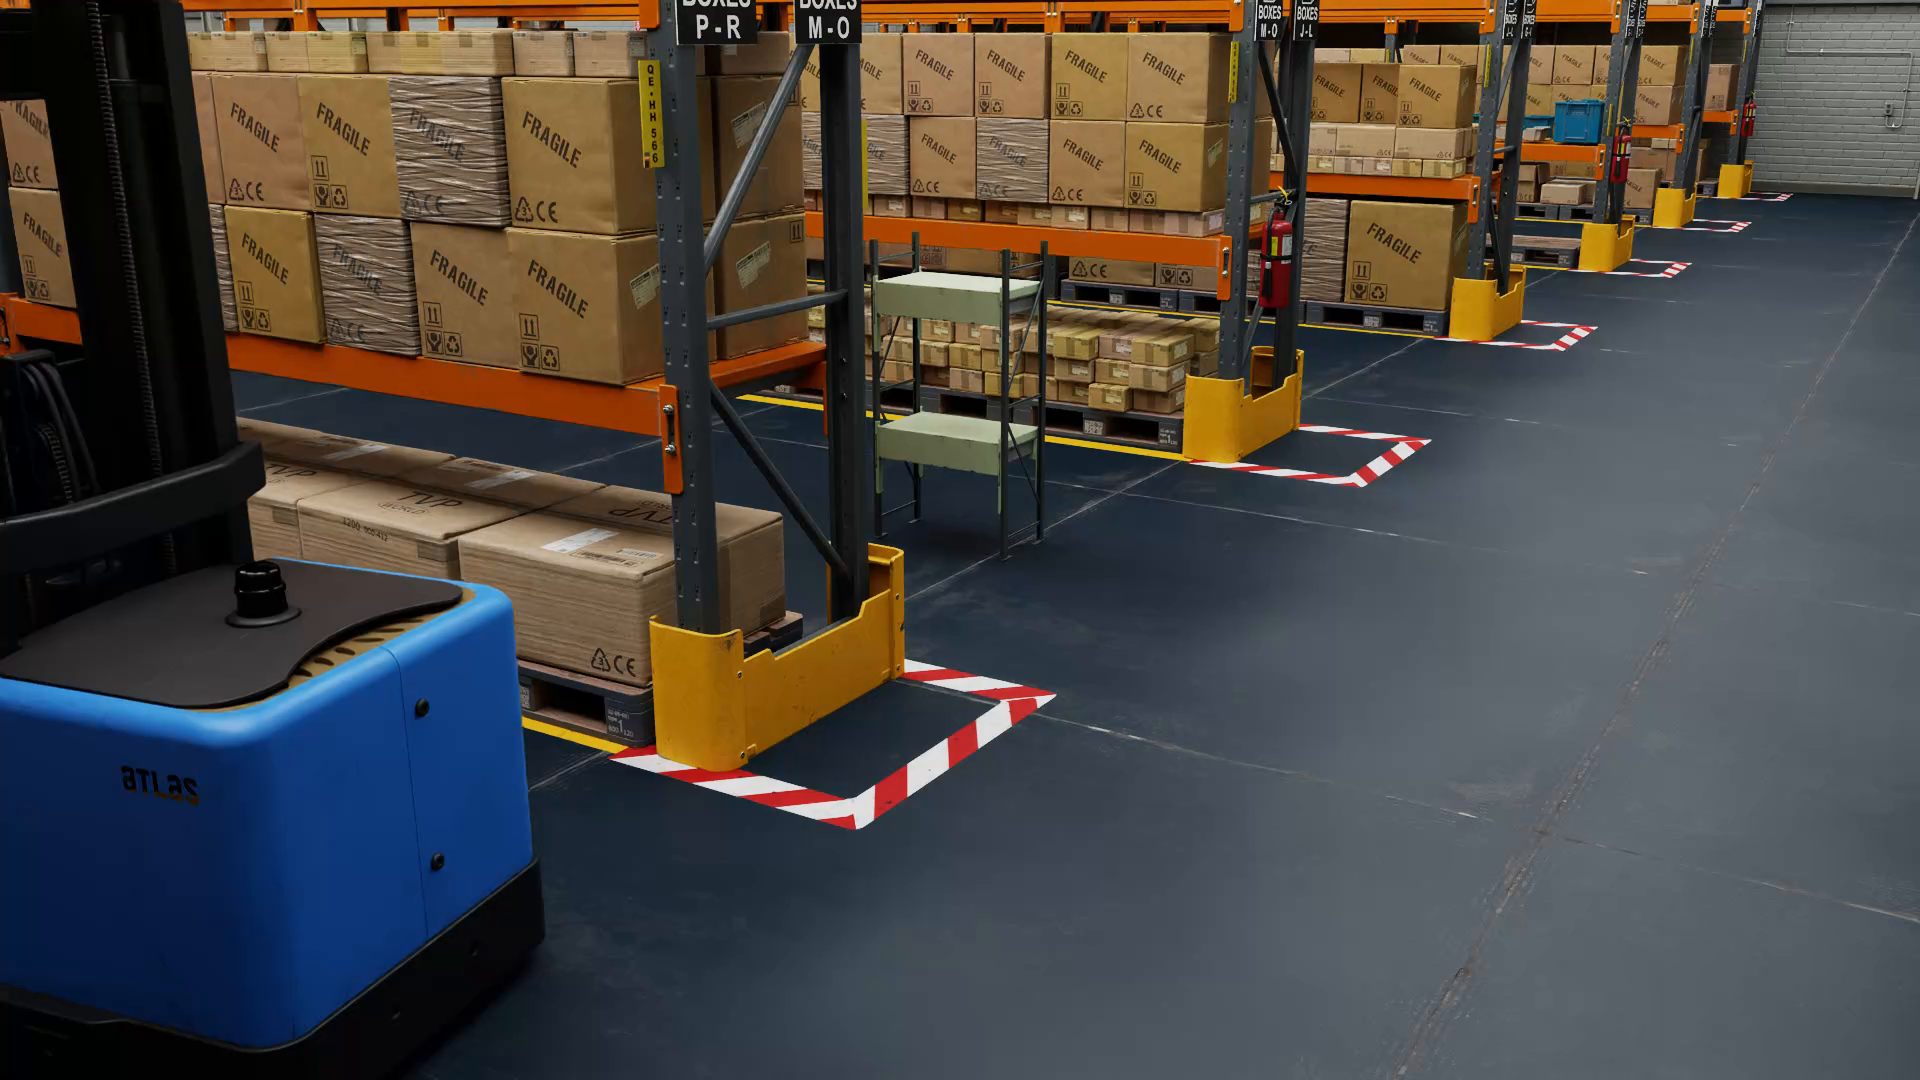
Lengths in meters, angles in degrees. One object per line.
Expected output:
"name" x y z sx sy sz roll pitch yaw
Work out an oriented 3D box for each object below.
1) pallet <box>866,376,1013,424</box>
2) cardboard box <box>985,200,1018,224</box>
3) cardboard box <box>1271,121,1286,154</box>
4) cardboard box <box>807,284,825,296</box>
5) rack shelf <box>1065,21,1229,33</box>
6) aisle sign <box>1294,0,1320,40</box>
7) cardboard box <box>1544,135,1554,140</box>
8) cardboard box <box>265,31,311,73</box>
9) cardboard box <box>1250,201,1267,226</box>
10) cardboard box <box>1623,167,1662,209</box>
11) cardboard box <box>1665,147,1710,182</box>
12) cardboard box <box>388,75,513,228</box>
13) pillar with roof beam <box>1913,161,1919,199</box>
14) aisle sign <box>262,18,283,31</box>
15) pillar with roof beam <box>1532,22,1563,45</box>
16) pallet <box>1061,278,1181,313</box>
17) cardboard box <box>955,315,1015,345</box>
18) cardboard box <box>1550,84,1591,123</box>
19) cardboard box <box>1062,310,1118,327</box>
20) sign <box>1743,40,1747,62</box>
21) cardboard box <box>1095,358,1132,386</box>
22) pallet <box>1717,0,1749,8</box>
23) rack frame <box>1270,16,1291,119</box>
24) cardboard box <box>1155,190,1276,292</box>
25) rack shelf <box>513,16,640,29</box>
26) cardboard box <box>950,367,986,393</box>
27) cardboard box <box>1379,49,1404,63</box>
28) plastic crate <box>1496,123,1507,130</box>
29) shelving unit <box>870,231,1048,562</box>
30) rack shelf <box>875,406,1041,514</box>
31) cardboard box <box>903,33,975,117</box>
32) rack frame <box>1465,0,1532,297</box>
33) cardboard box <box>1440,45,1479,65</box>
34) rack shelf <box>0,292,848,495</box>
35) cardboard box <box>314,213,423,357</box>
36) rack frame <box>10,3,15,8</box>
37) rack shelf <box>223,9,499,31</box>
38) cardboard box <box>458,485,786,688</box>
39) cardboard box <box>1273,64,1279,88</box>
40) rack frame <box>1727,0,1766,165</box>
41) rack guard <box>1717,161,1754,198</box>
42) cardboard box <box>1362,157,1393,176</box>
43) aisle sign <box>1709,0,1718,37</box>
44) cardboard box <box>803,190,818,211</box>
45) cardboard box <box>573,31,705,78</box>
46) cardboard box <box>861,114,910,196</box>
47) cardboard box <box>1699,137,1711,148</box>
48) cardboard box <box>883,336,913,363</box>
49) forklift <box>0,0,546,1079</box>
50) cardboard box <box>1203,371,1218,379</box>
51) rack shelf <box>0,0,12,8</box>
"pallet" 0.062 -1.036 11.429 1.213 0.211 1.003 10 20 30
"cardboard box" 0.358 -2.118 10.625 0.250 0.149 0.380 9 19 28
"cardboard box" 2.654 -3.565 14.704 0.500 0.250 0.500 10 20 30
"cardboard box" -1.133 -1.781 12.243 0.250 0.149 0.380 11 20 32
"rack shelf" 3.773 -9.546 30.724 4.000 0.370 1.077 10 20 30
"aisle sign" 2.055 -3.348 9.769 0.004 0.787 0.394 10 20 30
"cardboard box" 9.666 -6.621 27.481 0.250 0.149 0.380 11 20 32
"cardboard box" -2.409 -1.866 6.355 0.250 0.149 0.380 11 20 32
"cardboard box" 1.731 -2.051 10.405 0.250 0.149 0.380 10 20 30
"cardboard box" 9.113 -4.743 22.378 0.500 0.500 0.500 10 20 30
"cardboard box" 11.646 -6.021 26.619 0.500 0.500 0.700 10 20 30
"cardboard box" -1.665 -1.412 5.977 0.500 0.500 0.500 10 20 30
"pillar with roof beam" 12.795 -8.542 21.019 0.400 9.000 9.100 10 20 30
"aisle sign" -9.012 -7.015 21.842 0.004 0.787 0.394 10 20 30
"pillar with roof beam" 7.682 -9.455 24.024 0.400 9.000 9.100 10 20 30
"pallet" 1.716 -2.393 15.896 1.213 0.211 1.003 10 20 30
"cardboard box" 0.169 -1.390 10.956 0.250 0.149 0.380 9 19 28
"cardboard box" 8.315 -5.911 22.506 0.500 0.500 0.500 10 20 30
"cardboard box" 0.867 -1.426 11.072 0.250 0.149 0.380 9 19 27
"sign" 11.999 -7.469 25.410 0.005 0.325 0.100 10 20 30
"cardboard box" 1.042 -1.083 10.455 0.250 0.149 0.380 10 19 29
"pallet" 11.657 -8.437 25.988 1.213 0.211 1.003 10 20 30
"rack frame" 3.701 -5.089 19.973 0.127 3.000 1.000 10 20 30
"cardboard box" 2.397 -2.789 15.337 0.875 0.875 0.875 10 20 30
"rack shelf" -4.820 -7.701 24.650 4.000 0.370 1.077 10 20 30
"cardboard box" 0.136 -1.086 10.977 0.250 0.149 0.380 11 20 31
"cardboard box" 7.489 -8.267 28.426 0.500 0.250 0.500 11 20 31
"plastic crate" 6.264 -4.675 18.960 0.298 0.136 0.250 10 20 30
"shelving unit" -0.006 -0.719 8.167 0.755 1.500 0.431 10 20 30
"rack shelf" -0.006 -0.407 8.261 0.720 0.370 0.431 10 20 30
"cardboard box" -0.016 -2.951 10.531 0.500 0.500 0.500 9 19 28
"rack frame" 4.518 -3.254 13.932 0.127 3.000 1.000 10 20 30
"cardboard box" 6.991 -6.622 23.127 0.500 0.500 0.500 9 19 28
"rack shelf" -2.373 -0.759 6.958 4.000 0.370 1.077 10 20 30
"cardboard box" -2.081 -1.011 6.377 0.500 0.500 0.500 11 20 32
"rack frame" -8.390 -3.866 15.948 0.127 3.000 1.000 10 20 30
"rack shelf" -7.412 -6.474 20.611 4.000 0.370 1.077 10 20 30
"cardboard box" -1.283 0.150 6.412 0.875 0.438 0.875 9 19 28
"cardboard box" 4.759 -6.817 24.769 0.500 0.500 0.700 5 18 16
"rack frame" 12.295 -6.934 26.048 0.127 3.000 1.000 10 20 30
"rack guard" 12.315 -5.734 26.399 0.348 0.500 1.175 10 20 30
"cardboard box" 3.605 -3.184 14.135 0.250 0.149 0.380 10 20 30
"aisle sign" 9.917 -7.013 21.835 0.004 0.787 0.394 10 20 30
"cardboard box" -0.989 -2.356 11.410 0.250 0.149 0.380 9 19 28
"cardboard box" -1.079 -1.641 5.614 0.250 0.149 0.380 10 20 31
"cardboard box" -0.447 -2.543 10.907 0.500 0.500 0.500 10 19 29
"cardboard box" 11.857 -6.362 26.625 0.250 0.149 0.380 10 20 30
"cardboard box" -0.310 -1.306 11.191 0.250 0.149 0.380 10 20 30
"forklift" -2.708 -0.277 4.250 3.031 2.935 1.130 6 18 20
"cardboard box" 1.557 -1.037 10.815 0.250 0.149 0.380 11 20 31
"rack shelf" -10.094 -5.261 16.618 4.000 0.370 1.077 10 20 30
